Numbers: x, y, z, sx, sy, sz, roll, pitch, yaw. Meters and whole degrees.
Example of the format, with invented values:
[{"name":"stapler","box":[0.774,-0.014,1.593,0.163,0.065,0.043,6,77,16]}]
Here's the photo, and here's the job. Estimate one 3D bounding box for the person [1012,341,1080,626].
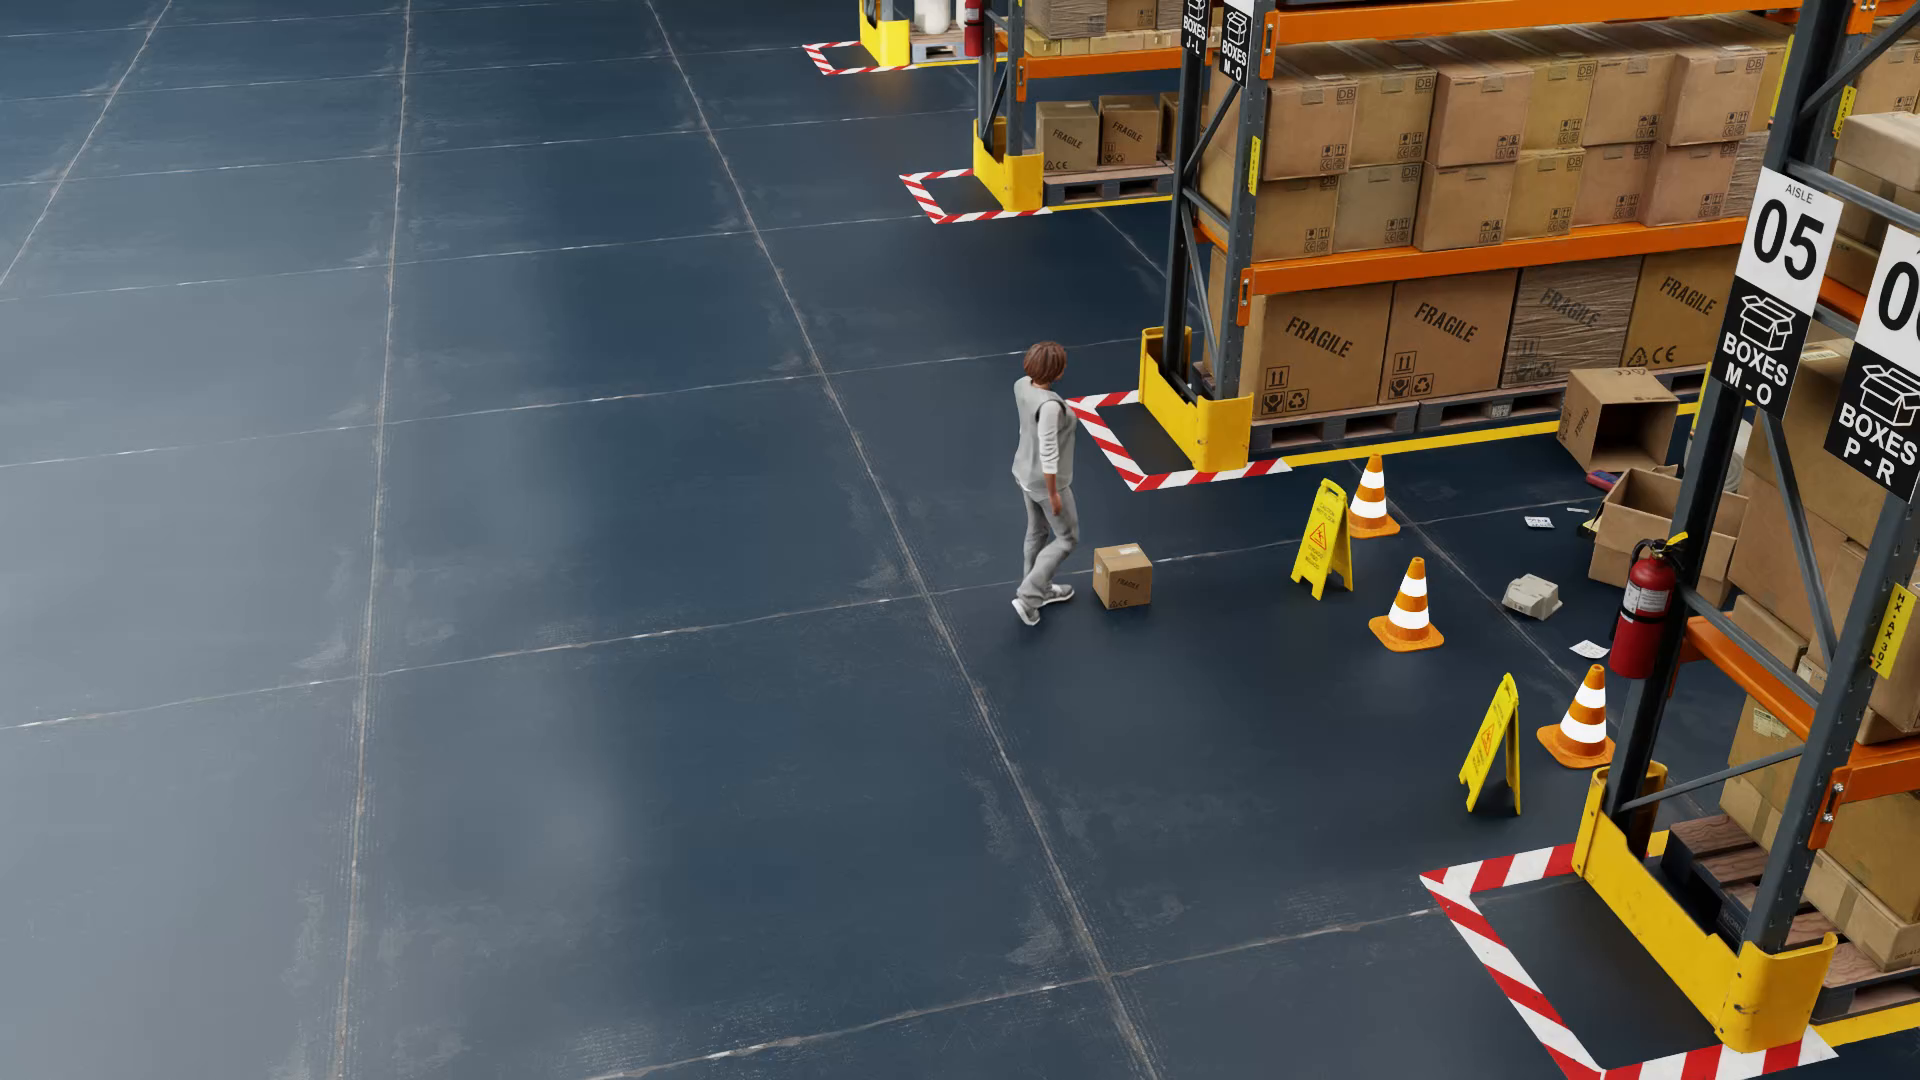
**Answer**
[{"name":"person","box":[0.432,-0.320,8.757,0.467,1.592,0.444,-12,33,-20]}]
